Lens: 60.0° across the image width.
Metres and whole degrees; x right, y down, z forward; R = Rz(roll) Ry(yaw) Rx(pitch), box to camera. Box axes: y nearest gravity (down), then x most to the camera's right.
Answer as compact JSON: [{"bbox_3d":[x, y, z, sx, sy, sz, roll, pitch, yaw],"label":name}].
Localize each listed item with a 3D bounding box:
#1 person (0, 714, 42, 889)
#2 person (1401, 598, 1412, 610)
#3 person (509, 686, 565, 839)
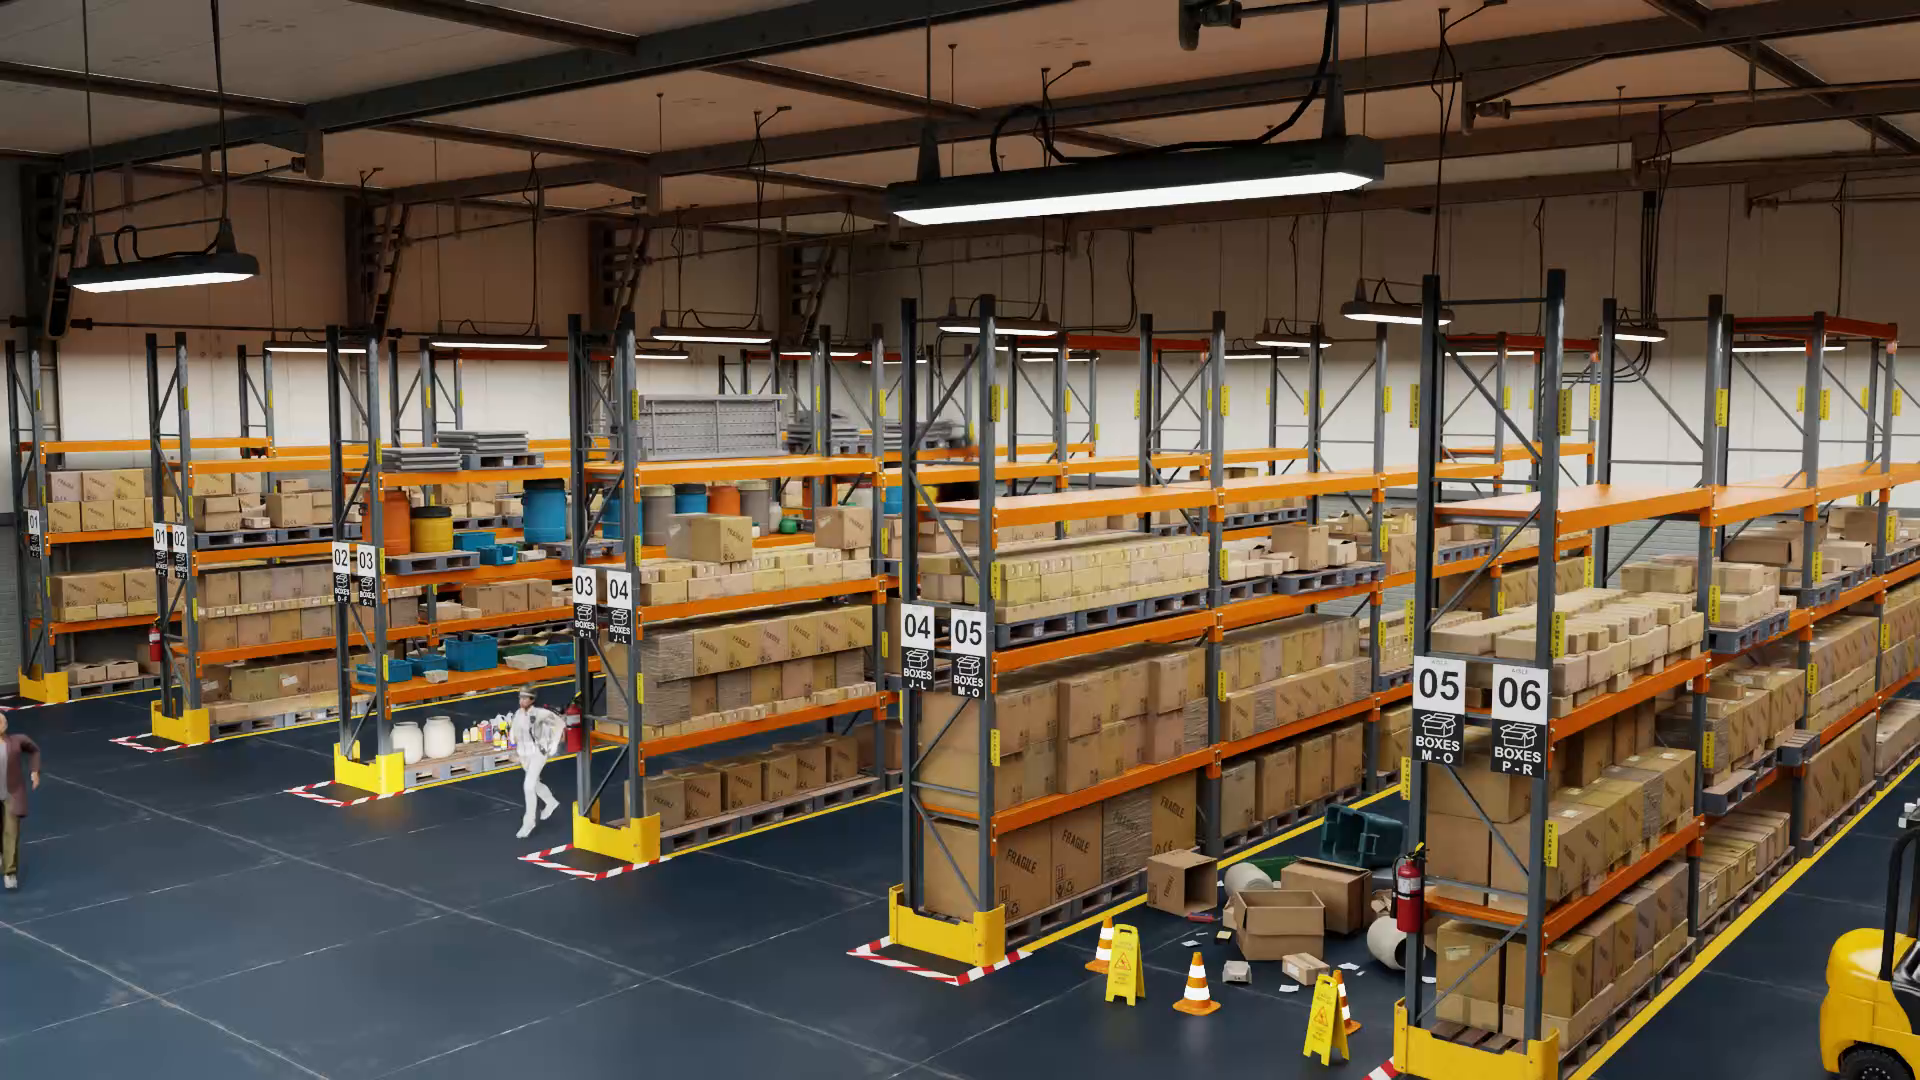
[{"bbox_3d":[-10.049,2.687,17.456,0.725,1.737,1.153,-3,6,-26],"label":"person"},{"bbox_3d":[7.448,1.823,27.455,0.753,1.723,0.679,-4,7,-41],"label":"person"},{"bbox_3d":[-5.005,2.560,19.569,0.673,1.733,0.862,3,6,28],"label":"person"}]
